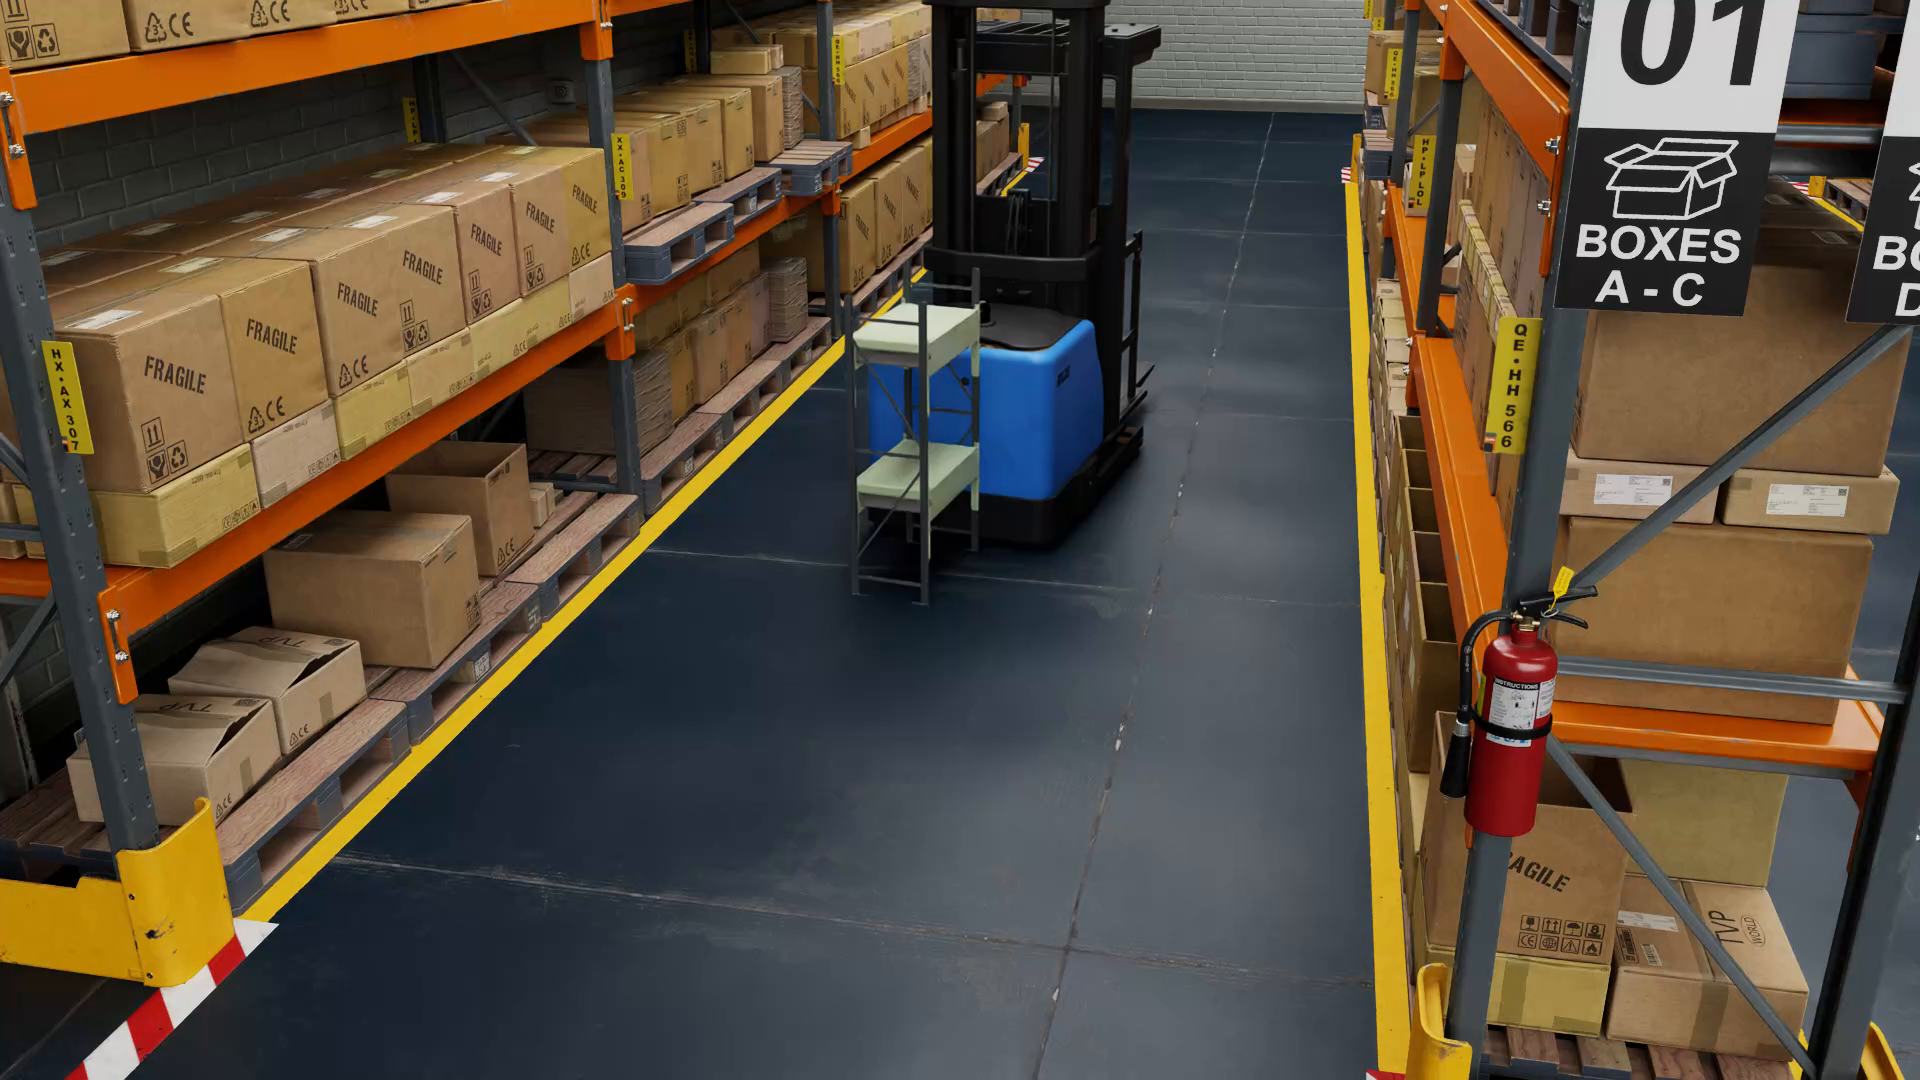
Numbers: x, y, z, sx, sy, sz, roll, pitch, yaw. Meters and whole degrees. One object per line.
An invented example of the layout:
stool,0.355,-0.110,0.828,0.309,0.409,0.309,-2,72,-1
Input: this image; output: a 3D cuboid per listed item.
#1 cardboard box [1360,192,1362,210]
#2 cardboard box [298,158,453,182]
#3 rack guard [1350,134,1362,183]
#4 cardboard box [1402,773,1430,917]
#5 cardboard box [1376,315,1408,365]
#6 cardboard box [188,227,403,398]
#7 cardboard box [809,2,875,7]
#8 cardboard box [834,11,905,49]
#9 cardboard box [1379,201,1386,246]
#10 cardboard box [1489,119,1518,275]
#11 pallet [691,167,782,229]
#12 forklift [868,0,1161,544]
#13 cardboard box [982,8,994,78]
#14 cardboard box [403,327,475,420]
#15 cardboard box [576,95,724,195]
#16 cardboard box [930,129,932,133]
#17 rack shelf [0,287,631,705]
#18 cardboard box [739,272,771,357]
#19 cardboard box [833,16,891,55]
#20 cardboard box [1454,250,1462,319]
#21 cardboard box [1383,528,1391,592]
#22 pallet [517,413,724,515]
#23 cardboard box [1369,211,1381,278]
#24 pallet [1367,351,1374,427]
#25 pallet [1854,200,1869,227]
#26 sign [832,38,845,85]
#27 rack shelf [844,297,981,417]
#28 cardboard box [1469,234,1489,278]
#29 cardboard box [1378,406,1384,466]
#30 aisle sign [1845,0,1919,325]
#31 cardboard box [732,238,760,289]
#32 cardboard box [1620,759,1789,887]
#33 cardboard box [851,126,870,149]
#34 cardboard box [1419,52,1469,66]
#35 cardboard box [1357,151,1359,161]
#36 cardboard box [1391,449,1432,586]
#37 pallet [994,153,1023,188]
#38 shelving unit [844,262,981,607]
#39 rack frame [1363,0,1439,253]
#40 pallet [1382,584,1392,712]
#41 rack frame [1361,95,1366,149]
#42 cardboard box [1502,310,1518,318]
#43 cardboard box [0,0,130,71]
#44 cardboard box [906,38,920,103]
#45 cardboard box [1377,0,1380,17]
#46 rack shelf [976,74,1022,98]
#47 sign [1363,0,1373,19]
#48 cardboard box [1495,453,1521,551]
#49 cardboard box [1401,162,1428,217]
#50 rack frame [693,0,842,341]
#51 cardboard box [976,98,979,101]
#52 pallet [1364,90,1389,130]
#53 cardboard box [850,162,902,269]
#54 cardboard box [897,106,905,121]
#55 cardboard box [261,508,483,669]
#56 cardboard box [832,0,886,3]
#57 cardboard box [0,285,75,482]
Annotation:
cardboard box,4.116,-3.304,16.269,0.380,0.149,0.250,4,22,11
cardboard box,-2.632,-1.444,7.593,0.500,0.500,0.500,4,22,11
rack guard,5.061,-4.326,18.926,1.175,0.500,0.348,4,22,11
cardboard box,1.722,1.017,5.433,0.500,0.250,0.500,4,22,11
cardboard box,2.844,-1.219,10.232,0.500,0.311,0.500,4,22,9
cardboard box,-2.425,-0.846,6.108,0.500,0.500,0.500,4,22,9
cardboard box,-1.039,-4.628,14.767,0.500,0.250,0.500,5,22,12
cardboard box,-0.756,-4.219,13.750,0.500,0.250,0.500,4,22,10
cardboard box,3.412,-2.361,12.453,0.500,0.250,0.500,5,23,13
cardboard box,2.339,-1.242,6.052,0.700,0.500,0.500,4,22,11
pallet,-1.770,-2.148,10.428,1.003,0.211,1.213,4,22,11
forklift,0.481,-1.859,9.546,1.130,2.935,3.031,8,23,18
cardboard box,-0.170,-5.296,17.588,0.980,0.700,0.700,3,22,8
cardboard box,-2.321,-0.693,6.734,0.500,0.250,0.500,5,22,11
cardboard box,-1.861,-2.382,10.030,0.700,0.500,0.500,8,23,18
cardboard box,-0.089,-4.140,17.033,0.380,0.149,0.250,5,23,13
rack shelf,-2.631,-0.436,6.883,1.077,0.370,4.000,4,22,11
cardboard box,-1.721,-1.561,11.473,0.700,0.500,0.500,4,22,11
cardboard box,-0.854,-4.031,13.286,0.500,0.250,0.500,5,22,11
cardboard box,2.685,-1.238,8.114,0.500,0.250,0.500,6,23,14
cardboard box,2.236,0.103,7.702,0.500,0.250,0.500,4,22,11
pallet,-2.065,-0.492,9.793,1.003,0.211,1.213,4,22,11
cardboard box,3.612,-2.374,13.489,0.500,0.500,0.500,4,22,9
pallet,3.238,-0.996,11.044,1.003,0.211,1.213,4,22,11
pallet,9.467,-3.097,16.262,1.003,0.211,1.213,4,22,11
sign,-0.873,-3.426,11.902,0.100,0.325,0.005,4,22,11
rack shelf,-0.217,-0.892,8.016,0.431,0.370,0.720,8,23,18
cardboard box,2.229,-1.106,6.583,0.380,0.149,0.250,4,22,10
cardboard box,2.637,-0.590,9.421,0.500,0.250,0.500,5,22,12
aisle sign,2.098,-0.820,3.395,0.394,0.787,0.004,4,22,11
cardboard box,-1.680,-1.885,11.273,0.500,0.250,0.500,5,22,12
cardboard box,2.239,0.709,5.193,0.500,0.500,0.500,4,22,11
cardboard box,-0.915,-3.141,12.948,0.380,0.149,0.250,5,23,13
cardboard box,3.836,-3.387,12.554,0.700,0.500,0.500,9,24,21
cardboard box,4.654,-4.268,18.663,0.380,0.149,0.250,4,22,11
cardboard box,2.132,-0.063,7.109,0.500,0.500,0.500,4,22,11
pallet,0.139,-4.298,19.242,1.003,0.211,1.213,4,22,11
shelving unit,-0.217,-0.530,8.162,0.431,1.500,0.755,8,23,18
rack frame,4.260,-4.050,14.895,1.000,3.000,0.127,4,22,11
pallet,2.424,0.456,7.437,1.003,0.211,1.213,4,22,11
rack frame,5.076,-5.513,18.528,1.000,3.000,0.127,4,22,11
cardboard box,1.966,-0.637,5.418,0.380,0.149,0.250,5,22,12
cardboard box,-2.726,-1.588,4.606,0.500,0.500,0.500,5,22,12
cardboard box,-0.643,-4.062,14.365,0.500,0.500,0.500,4,22,11
cardboard box,4.315,-5.137,16.121,0.500,0.500,0.500,5,22,11
rack shelf,-0.182,-4.824,17.780,1.077,0.370,4.000,4,22,11
sign,4.545,-5.956,18.469,0.100,0.325,0.005,4,22,11
cardboard box,2.129,-0.251,5.329,0.700,0.500,0.500,5,22,11
cardboard box,3.072,-2.234,10.504,0.500,0.311,0.500,4,22,10
rack frame,-1.406,-2.964,12.197,1.000,3.000,0.127,4,22,11
cardboard box,0.011,-5.023,19.226,0.380,0.149,0.250,5,22,11
pallet,3.990,-3.677,14.226,1.003,0.211,1.213,4,22,11
cardboard box,-0.943,-2.740,13.958,0.750,0.750,0.750,4,22,11
cardboard box,-0.684,-3.713,14.367,0.380,0.149,0.250,4,22,9
cardboard box,-2.495,0.198,7.103,0.700,0.500,0.500,3,22,8
cardboard box,-0.939,-4.820,15.243,0.500,0.250,0.500,5,23,13
cardboard box,-3.151,-0.514,5.285,0.500,0.500,0.500,4,22,10
